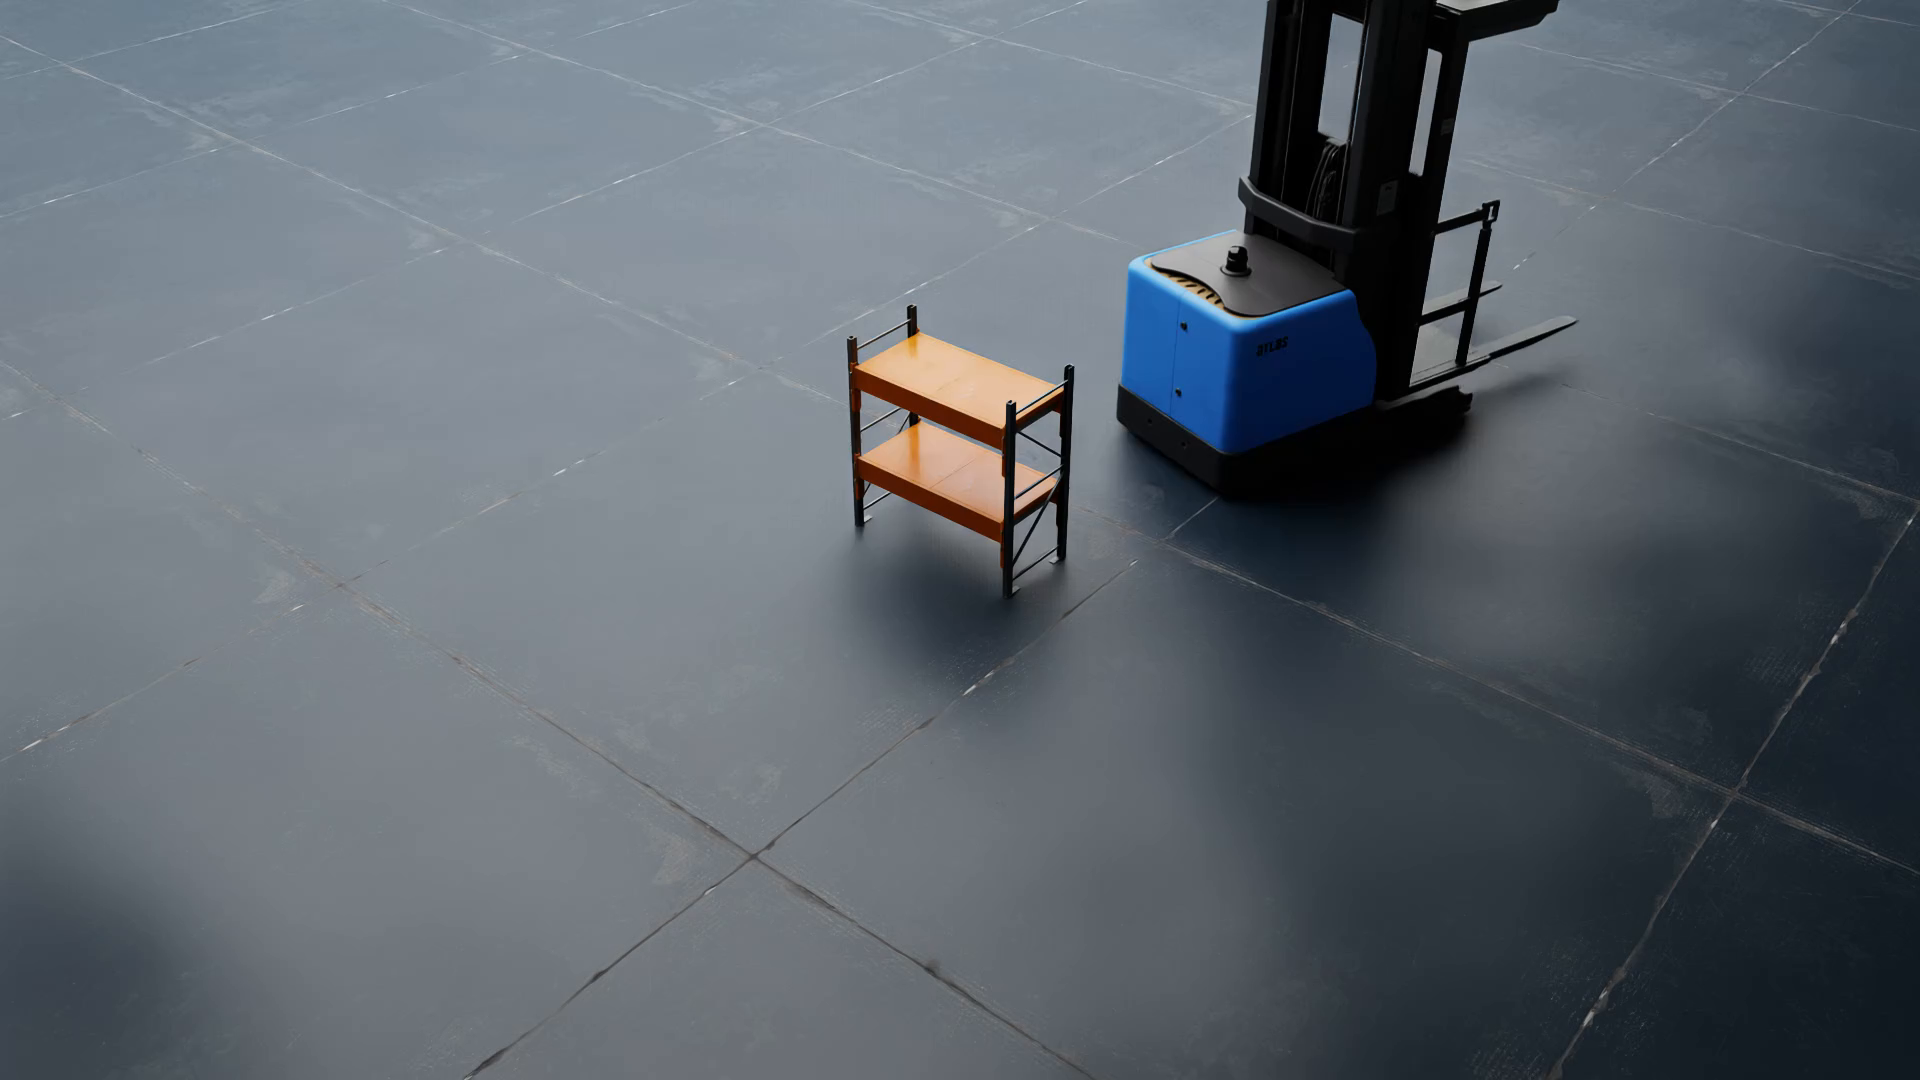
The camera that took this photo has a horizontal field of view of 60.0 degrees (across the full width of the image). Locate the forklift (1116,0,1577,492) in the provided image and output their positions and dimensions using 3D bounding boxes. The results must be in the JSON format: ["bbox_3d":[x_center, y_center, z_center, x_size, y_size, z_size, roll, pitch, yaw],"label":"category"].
[{"bbox_3d":[2.431,-2.101,9.302,3.031,2.935,1.130,-20,39,-27],"label":"forklift"}]

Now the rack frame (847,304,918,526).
[{"bbox_3d":[-0.396,-0.650,8.785,0.032,1.125,0.500,25,42,32],"label":"rack frame"}]

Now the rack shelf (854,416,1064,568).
[{"bbox_3d":[-0.005,-0.265,8.656,1.000,0.278,0.538,25,42,32],"label":"rack shelf"}]

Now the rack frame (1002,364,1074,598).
[{"bbox_3d":[0.385,-0.282,8.249,0.032,1.125,0.500,25,42,32],"label":"rack frame"}]

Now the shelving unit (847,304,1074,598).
[{"bbox_3d":[-0.005,-0.466,8.517,1.048,1.125,0.538,25,42,32],"label":"shelving unit"}]

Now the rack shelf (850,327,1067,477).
[{"bbox_3d":[-0.005,-0.707,8.352,1.000,0.278,0.538,25,42,32],"label":"rack shelf"}]
